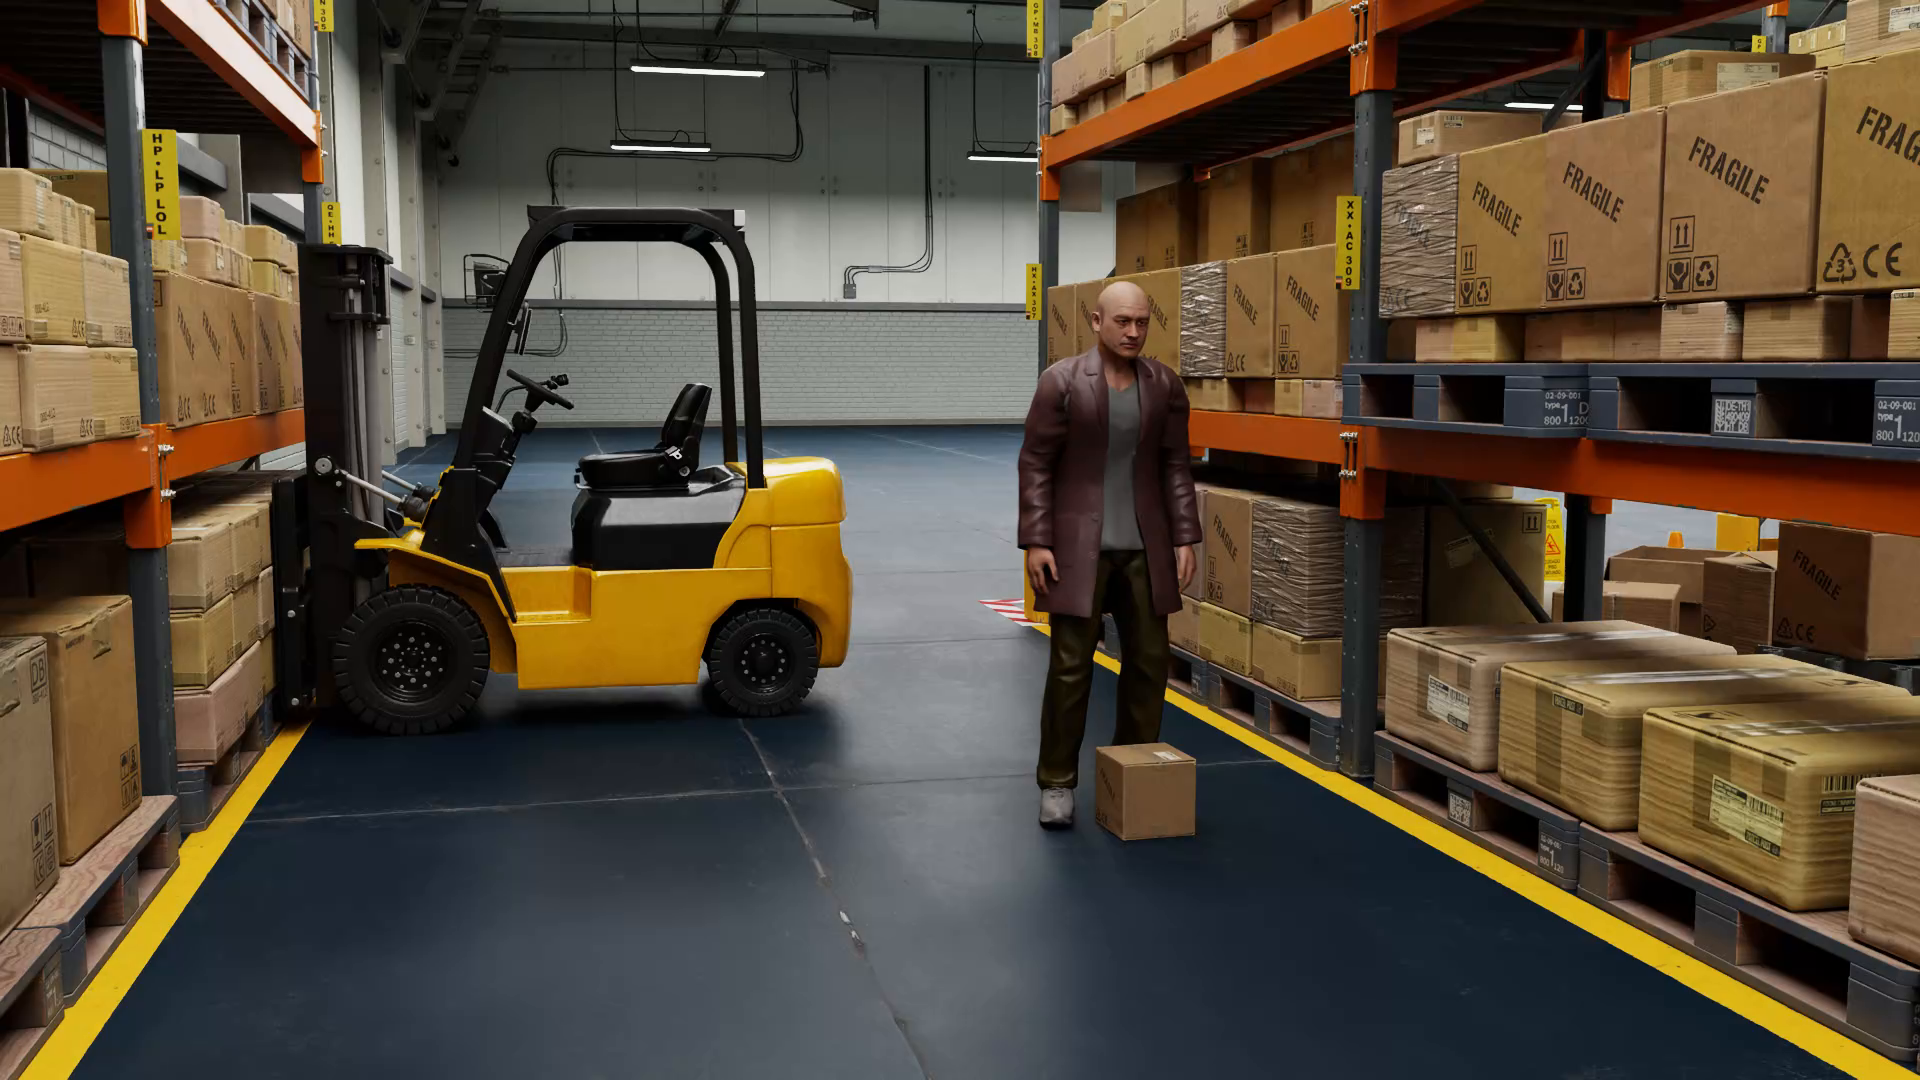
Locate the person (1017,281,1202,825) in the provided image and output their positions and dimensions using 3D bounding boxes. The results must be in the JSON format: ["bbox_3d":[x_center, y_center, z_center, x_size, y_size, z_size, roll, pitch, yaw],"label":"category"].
[{"bbox_3d":[0.502,0.035,5.551,0.644,1.774,0.430,-2,6,-15],"label":"person"}]
